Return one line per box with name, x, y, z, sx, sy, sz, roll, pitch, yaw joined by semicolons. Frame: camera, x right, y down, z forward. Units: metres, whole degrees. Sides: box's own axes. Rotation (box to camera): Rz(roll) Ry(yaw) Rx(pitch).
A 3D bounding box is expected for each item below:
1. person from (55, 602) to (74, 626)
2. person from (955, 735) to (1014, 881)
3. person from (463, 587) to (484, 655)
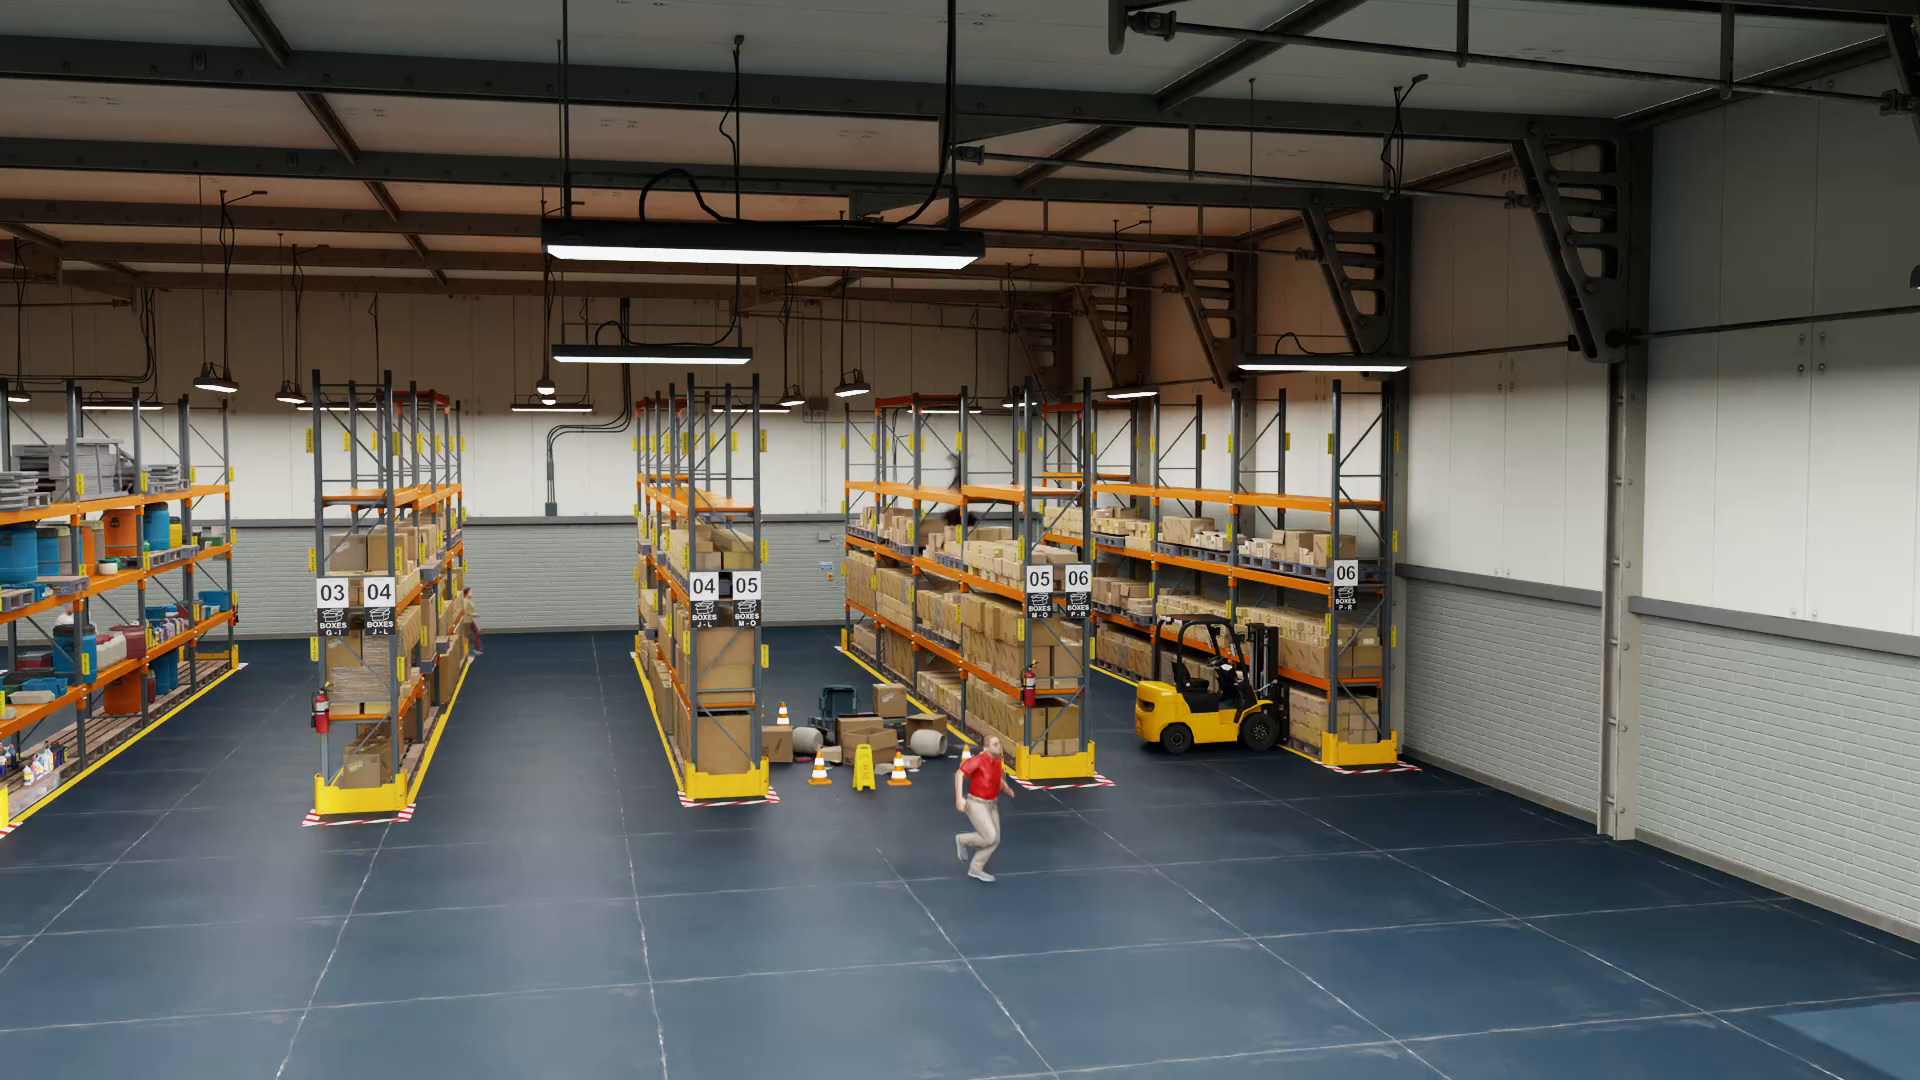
person;-18.774;2.127;35.120;0.624;1.694;0.838;-1;3;-18
person;0.285;3.078;19.104;0.690;1.681;0.704;2;4;35
person;-11.682;1.954;39.267;0.779;1.685;0.627;0;3;-4
